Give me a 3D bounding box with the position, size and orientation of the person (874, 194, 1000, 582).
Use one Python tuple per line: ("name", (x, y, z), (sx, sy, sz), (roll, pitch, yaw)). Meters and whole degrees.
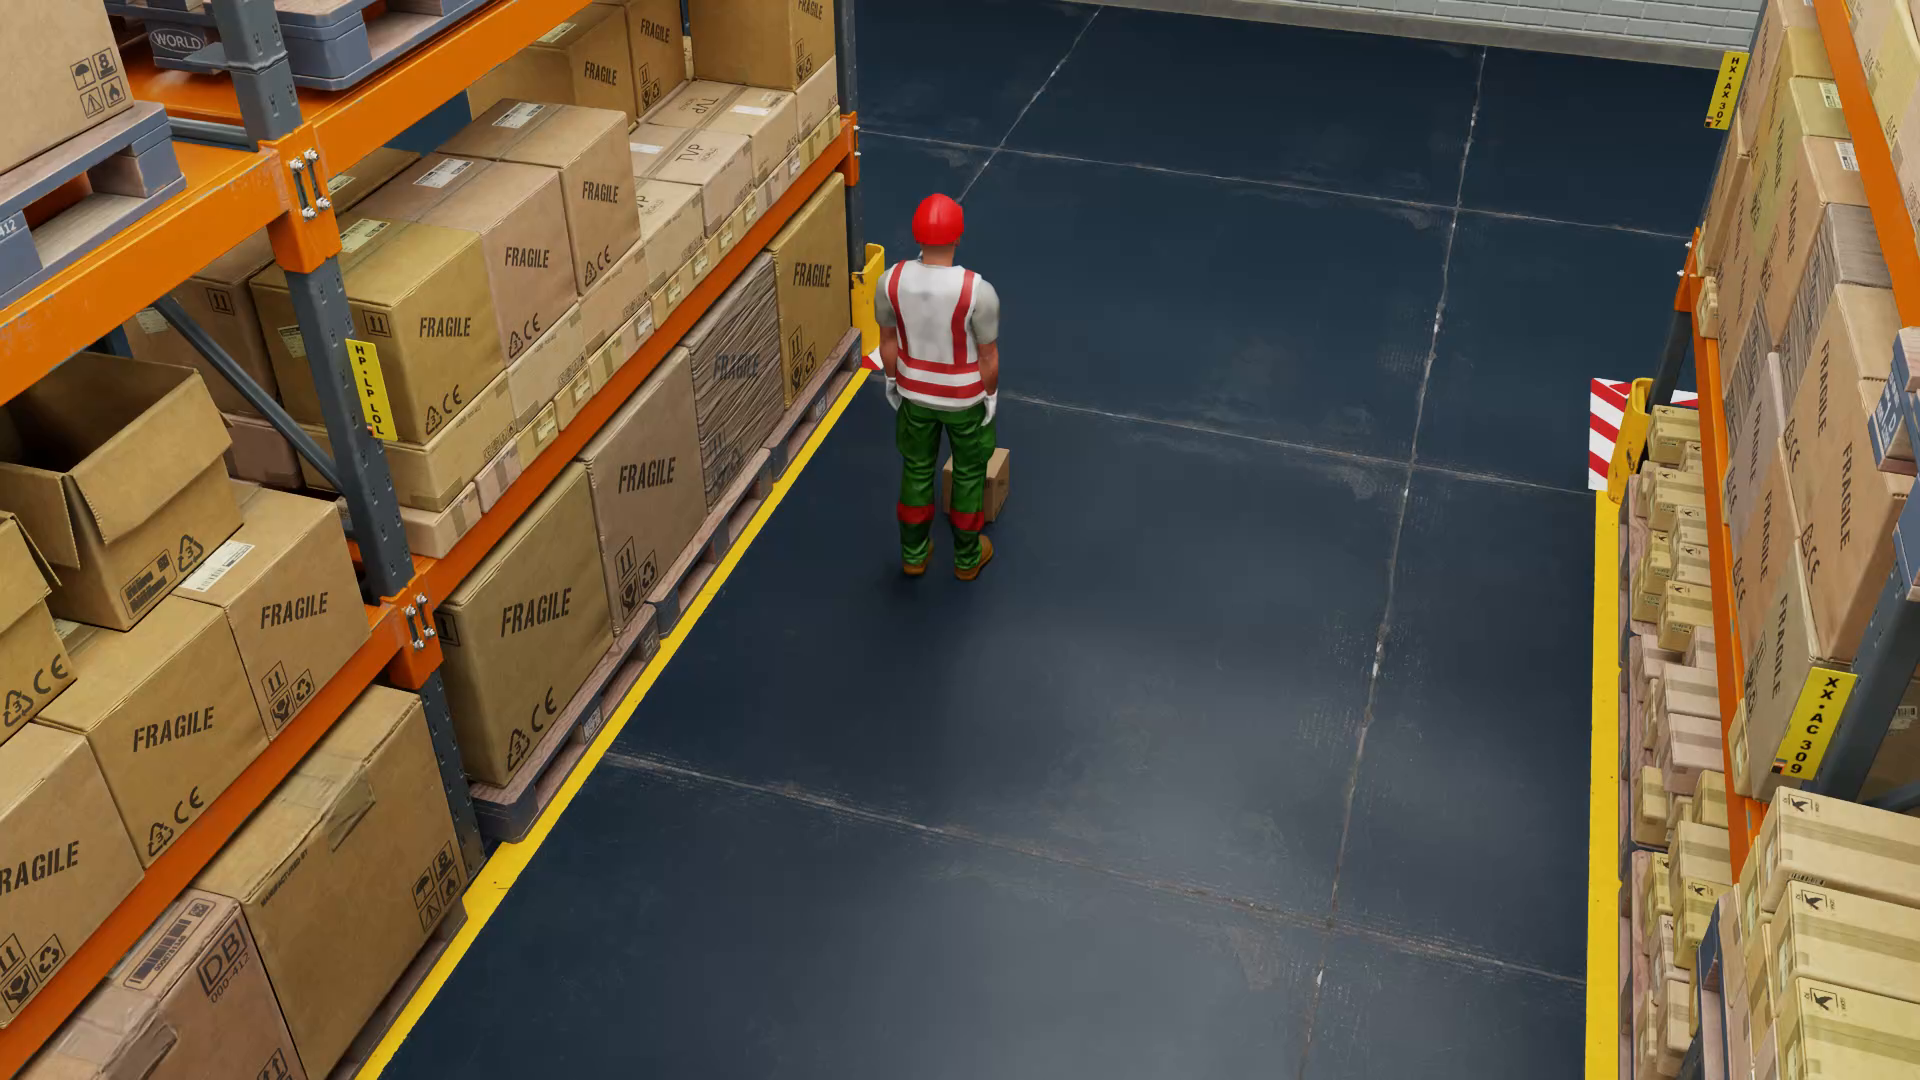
("person", (-4.881, 1.953, 3.526), (6.848, 1.806, 11.595), (12, 38, 15))
